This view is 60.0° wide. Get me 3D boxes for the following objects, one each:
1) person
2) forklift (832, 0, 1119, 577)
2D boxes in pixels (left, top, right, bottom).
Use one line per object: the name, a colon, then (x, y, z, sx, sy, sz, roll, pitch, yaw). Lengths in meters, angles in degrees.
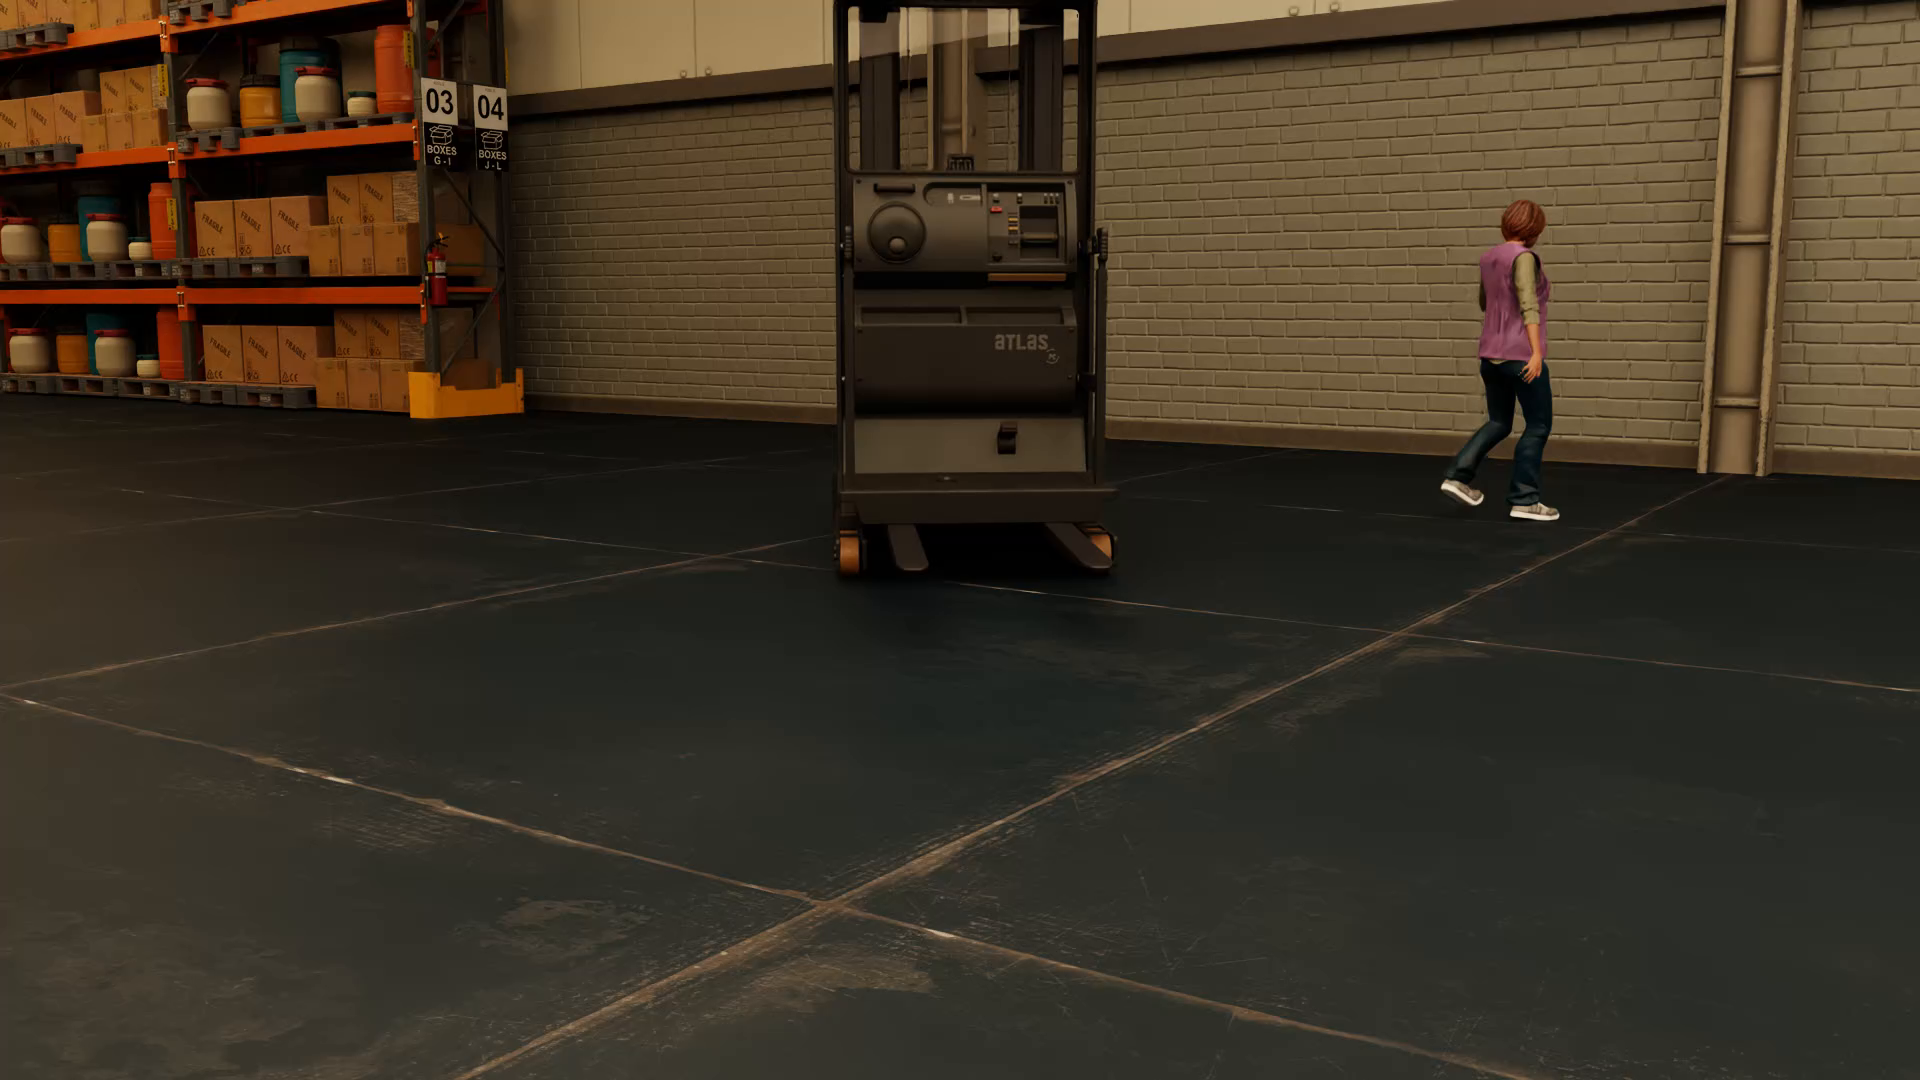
person: (2.738, -0.881, 8.226, 0.628, 1.581, 0.722, -3, 9, -19)
forklift: (0.040, -1.351, 6.690, 1.130, 2.935, 3.031, -1, 8, -4)
